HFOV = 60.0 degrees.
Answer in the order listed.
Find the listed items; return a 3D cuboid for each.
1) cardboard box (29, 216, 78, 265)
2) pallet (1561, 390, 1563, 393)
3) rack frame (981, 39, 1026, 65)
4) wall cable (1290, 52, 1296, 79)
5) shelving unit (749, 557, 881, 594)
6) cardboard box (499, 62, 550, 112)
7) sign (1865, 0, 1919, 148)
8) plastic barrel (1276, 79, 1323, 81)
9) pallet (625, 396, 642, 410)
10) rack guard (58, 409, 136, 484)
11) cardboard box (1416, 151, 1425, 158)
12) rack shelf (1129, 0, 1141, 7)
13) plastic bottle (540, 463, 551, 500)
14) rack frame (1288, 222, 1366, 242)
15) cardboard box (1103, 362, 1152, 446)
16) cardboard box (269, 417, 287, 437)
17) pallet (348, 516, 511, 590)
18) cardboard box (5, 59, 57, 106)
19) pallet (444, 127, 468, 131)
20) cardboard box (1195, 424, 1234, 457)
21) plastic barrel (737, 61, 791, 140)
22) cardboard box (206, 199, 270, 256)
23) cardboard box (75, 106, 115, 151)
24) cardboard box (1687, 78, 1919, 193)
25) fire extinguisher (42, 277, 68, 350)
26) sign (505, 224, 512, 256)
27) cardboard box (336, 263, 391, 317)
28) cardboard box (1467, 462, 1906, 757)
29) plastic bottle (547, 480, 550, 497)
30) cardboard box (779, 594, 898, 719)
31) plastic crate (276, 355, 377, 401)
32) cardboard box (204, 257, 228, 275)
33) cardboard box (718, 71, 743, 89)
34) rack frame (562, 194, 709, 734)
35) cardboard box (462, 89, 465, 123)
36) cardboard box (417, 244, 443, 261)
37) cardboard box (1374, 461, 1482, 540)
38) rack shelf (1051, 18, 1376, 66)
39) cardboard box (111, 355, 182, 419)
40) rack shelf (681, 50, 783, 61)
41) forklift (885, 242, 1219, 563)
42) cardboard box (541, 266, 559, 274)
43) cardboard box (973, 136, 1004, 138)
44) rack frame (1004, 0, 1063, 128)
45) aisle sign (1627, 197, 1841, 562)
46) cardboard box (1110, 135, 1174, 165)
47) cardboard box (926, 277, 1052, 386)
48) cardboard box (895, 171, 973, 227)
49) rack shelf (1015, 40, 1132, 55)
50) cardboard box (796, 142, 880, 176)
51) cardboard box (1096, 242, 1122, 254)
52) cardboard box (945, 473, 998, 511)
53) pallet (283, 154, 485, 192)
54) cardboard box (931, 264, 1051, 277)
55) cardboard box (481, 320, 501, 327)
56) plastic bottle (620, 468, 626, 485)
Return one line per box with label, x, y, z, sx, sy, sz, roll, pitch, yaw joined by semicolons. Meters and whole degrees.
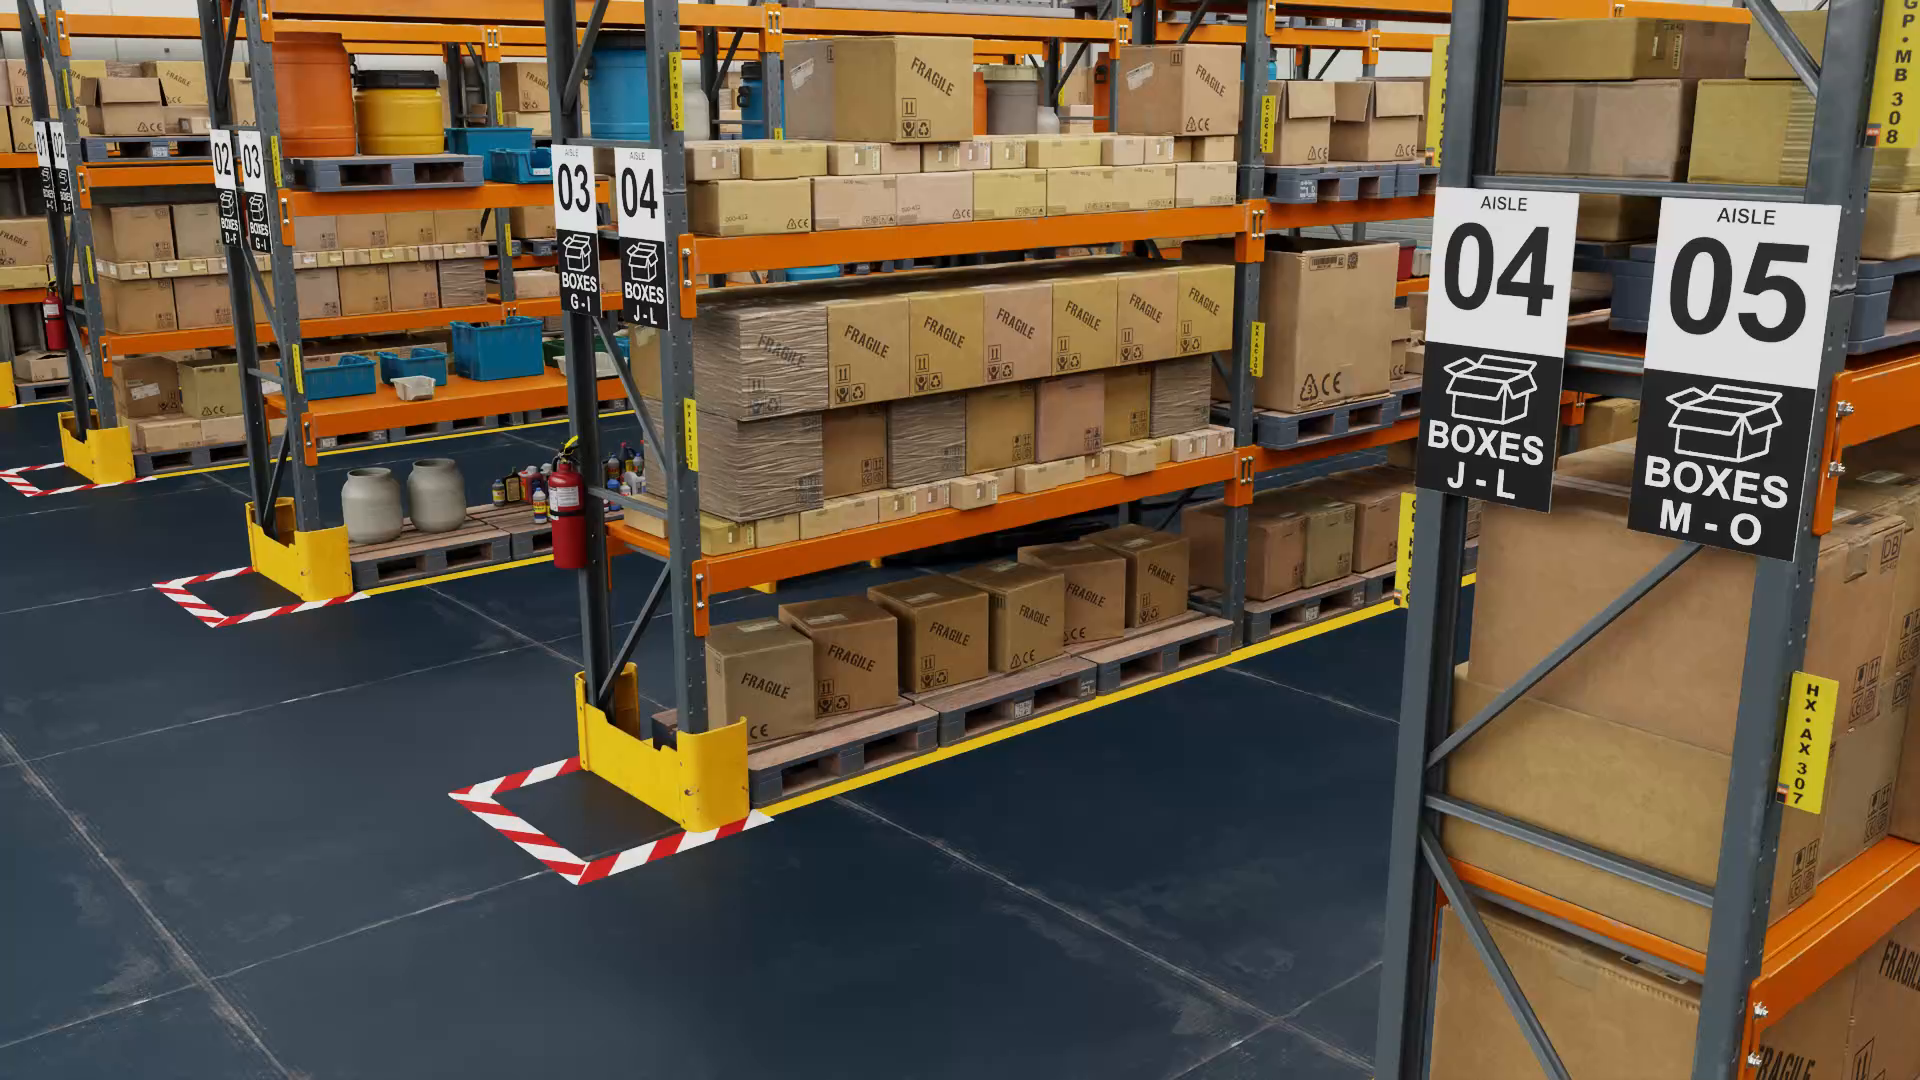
cardboard box;-10.397;-3.463;19.199;0.500;0.500;0.500;-13;19;-39
pallet;3.988;-1.287;12.628;1.003;0.211;1.213;-13;19;-39
rack frame;0.736;-8.668;28.262;0.127;3.000;1.000;-13;19;-39
wall cable;5.238;-8.056;31.989;0.112;2.526;3.097;-13;19;-39
shelving unit;-1.176;-0.491;12.182;1.083;1.500;0.587;-14;20;-42
cardboard box;-4.570;-4.811;17.662;0.500;0.500;0.500;-12;19;-39
sign;1.961;-0.984;3.461;0.005;0.325;0.100;-13;19;-39
plastic barrel;3.667;-4.712;18.087;0.600;0.588;0.600;0;15;0
pallet;-3.611;-1.766;19.451;1.213;0.211;1.003;-13;19;-39
rack guard;-8.097;-0.883;15.588;0.348;0.500;1.175;-13;19;-39
cardboard box;3.512;-2.598;11.643;0.500;0.250;0.500;-12;19;-38
rack shelf;-0.070;-3.054;8.646;4.000;0.370;1.077;-13;19;-39
plastic bottle;-3.420;-0.484;13.675;0.135;0.276;0.152;-13;20;-41
rack frame;4.222;-3.163;19.279;0.127;3.000;1.000;-13;19;-39
cardboard box;0.658;-0.894;10.013;0.500;0.500;0.875;-13;19;-39
cardboard box;-6.776;-1.187;16.396;0.500;0.250;0.500;-13;19;-39
pallet;-4.187;0.058;12.622;1.213;0.211;1.003;-13;19;-39
cardboard box;-10.472;-5.142;18.706;0.500;0.500;0.500;-13;20;-40
pallet;-7.000;-5.355;22.037;1.003;0.211;1.213;-13;19;-39
cardboard box;1.469;-0.629;10.277;0.250;0.149;0.380;-13;19;-39
plastic barrel;-1.572;-3.628;14.234;0.708;0.901;0.600;-13;19;-39
cardboard box;-6.906;-3.031;16.079;0.500;0.500;0.700;-13;19;-39
cardboard box;-10.100;-4.747;19.163;0.500;0.500;0.500;-12;19;-37
cardboard box;2.133;-0.987;4.025;0.500;0.250;0.500;-13;20;-39
fire extinguisher;-8.473;-2.128;15.555;0.183;0.674;0.296;-13;19;-39
sign;-4.696;-3.121;17.292;0.005;0.325;0.100;-13;19;-39
cardboard box;-6.167;-2.570;16.864;0.500;0.500;0.700;-12;19;-39
cardboard box;1.906;0.167;4.428;0.550;0.550;0.875;-13;19;-39
plastic bottle;-3.324;-0.427;13.606;0.097;0.201;0.097;0;15;0
cardboard box;-0.668;0.628;9.115;0.500;0.500;0.500;-7;17;-25
plastic crate;-4.649;-1.201;12.223;0.616;0.251;0.499;-13;19;-39
cardboard box;-7.063;-2.611;15.761;0.250;0.149;0.380;-13;20;-40
cardboard box;-3.438;-6.944;25.123;0.500;0.250;0.500;-13;20;-41
rack frame;-1.579;-0.166;8.059;0.127;3.000;1.000;-13;19;-39
cardboard box;-6.921;-5.723;22.042;0.500;0.500;0.500;-14;20;-41
cardboard box;-5.510;-2.960;17.069;0.250;0.149;0.380;-13;20;-41
cardboard box;3.554;-0.312;12.598;0.700;0.500;0.500;14;20;42
rack shelf;2.714;-5.182;17.381;4.000;0.370;1.077;-13;19;-39
cardboard box;-7.870;-1.481;16.042;0.500;0.500;0.500;-13;19;-39
rack shelf;-3.790;-7.111;24.601;4.000;0.370;1.077;-13;19;-39
forklift;0.628;-1.479;13.108;3.031;2.935;1.130;-7;16;-24
cardboard box;-4.519;-2.893;18.527;0.258;0.266;0.396;-13;20;-41
cardboard box;0.032;-2.190;9.340;0.250;0.149;0.380;-13;20;-40
rack frame;0.974;-7.026;22.117;0.127;3.000;1.000;-13;19;-39
aisle sign;1.744;-0.369;3.781;0.004;0.787;0.394;-13;19;-39
cardboard box;0.989;-2.215;9.435;0.250;0.149;0.380;-14;20;-42
cardboard box;0.146;-1.135;8.980;0.500;0.500;0.500;-13;19;-39
cardboard box;-0.284;-1.746;8.451;0.500;0.250;0.500;-13;20;-40
rack shelf;2.482;-7.016;23.479;4.000;0.370;1.077;-13;19;-39
cardboard box;-0.598;-1.861;8.110;0.250;0.149;0.380;-12;19;-37
cardboard box;1.921;-4.297;23.330;0.500;0.500;0.500;-12;19;-38
cardboard box;-0.012;-0.282;8.979;0.250;0.149;0.380;-13;19;-39
pallet;-4.142;-2.609;11.759;1.213;0.211;1.003;-13;19;-39
cardboard box;0.178;-1.322;9.680;0.500;0.500;0.500;-13;19;-39
cardboard box;-6.629;-3.133;23.156;0.500;0.500;0.700;-13;20;-40
plastic bottle;-2.693;-0.449;13.531;0.133;0.283;0.061;-13;19;-39
